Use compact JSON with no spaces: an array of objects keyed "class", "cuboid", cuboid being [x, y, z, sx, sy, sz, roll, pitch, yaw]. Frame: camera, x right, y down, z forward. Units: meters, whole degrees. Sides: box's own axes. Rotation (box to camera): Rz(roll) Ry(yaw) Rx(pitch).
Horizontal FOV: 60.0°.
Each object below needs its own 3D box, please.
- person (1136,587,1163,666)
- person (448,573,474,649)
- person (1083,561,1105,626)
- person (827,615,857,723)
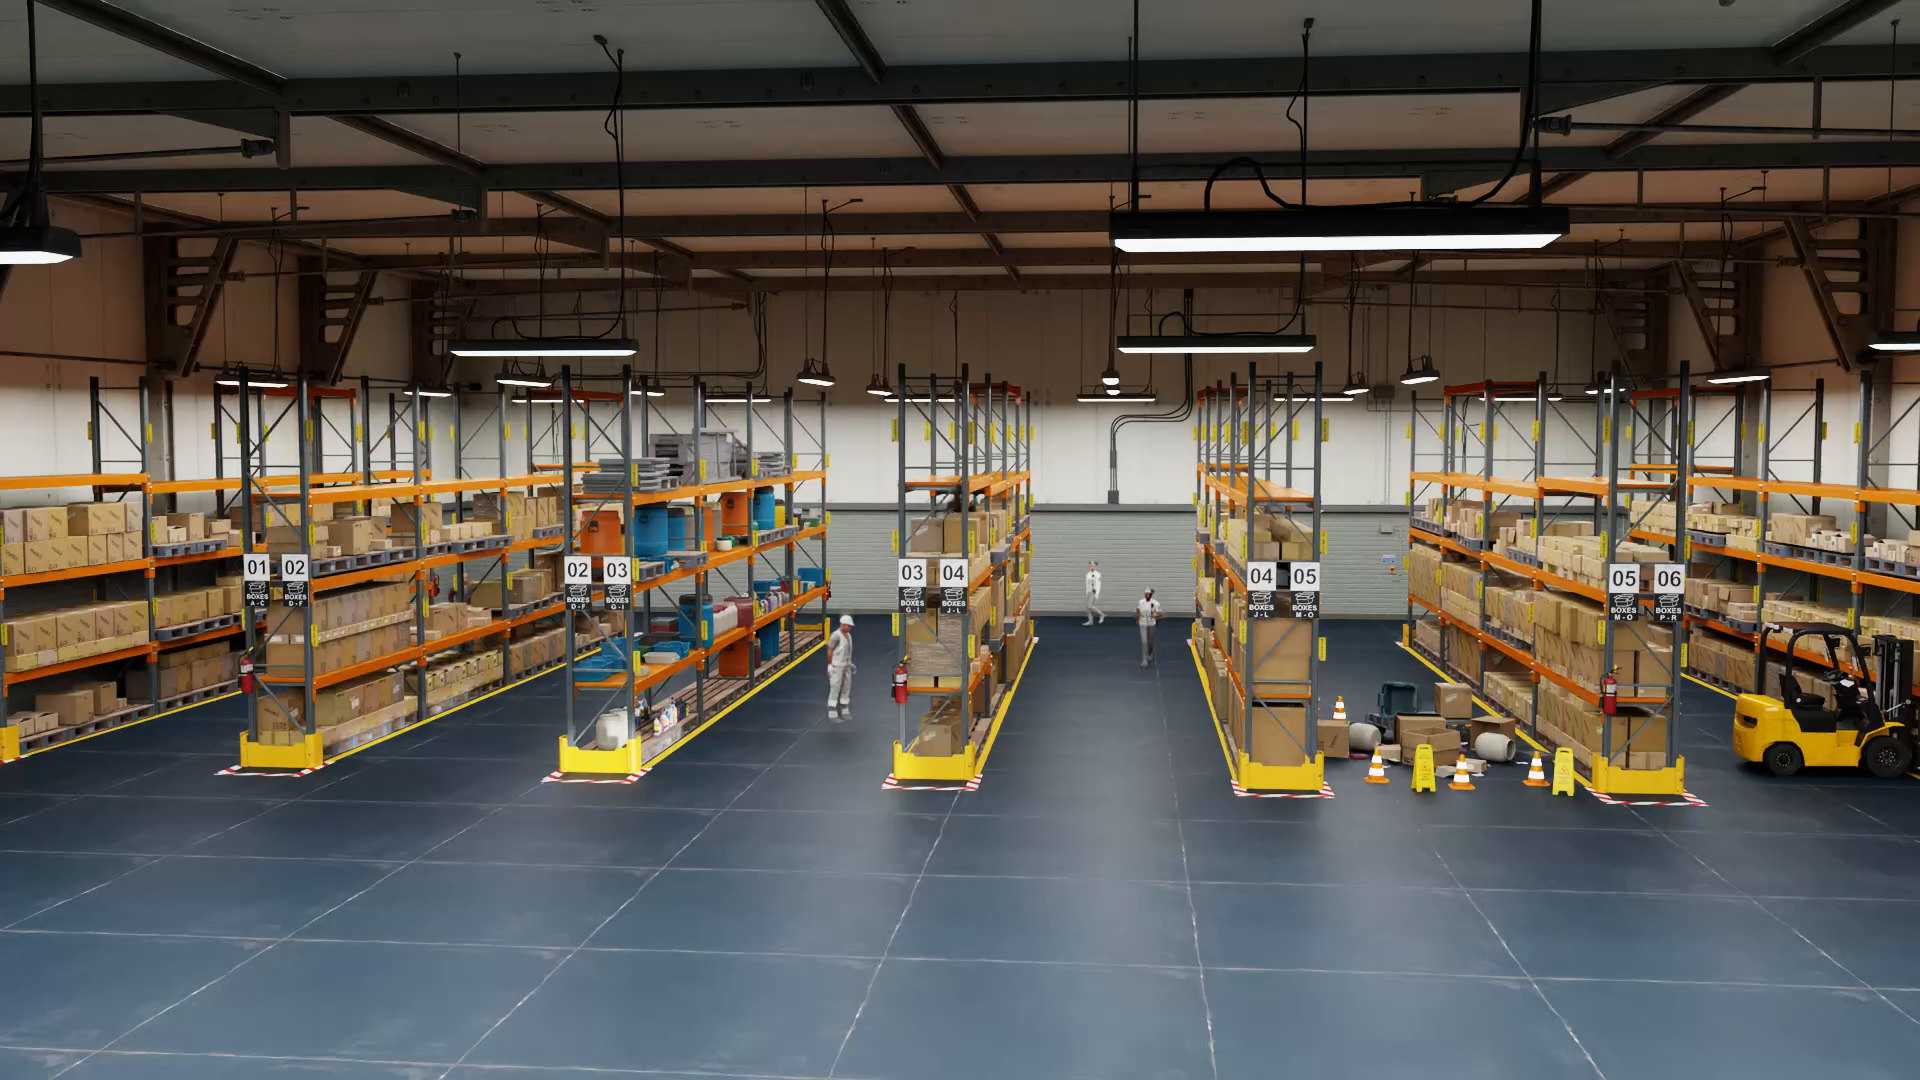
[{"class":"person","cuboid":[4.071,1.839,35.859,0.554,1.645,1.028,0,4,7]},{"class":"person","cuboid":[-11.612,1.677,38.931,0.768,1.813,0.936,0,4,4]},{"class":"person","cuboid":[3.463,1.380,43.184,0.527,1.685,0.465,-1,4,-11]},{"class":"person","cuboid":[-1.966,2.154,28.038,0.429,1.786,0.611,2,4,30]}]
